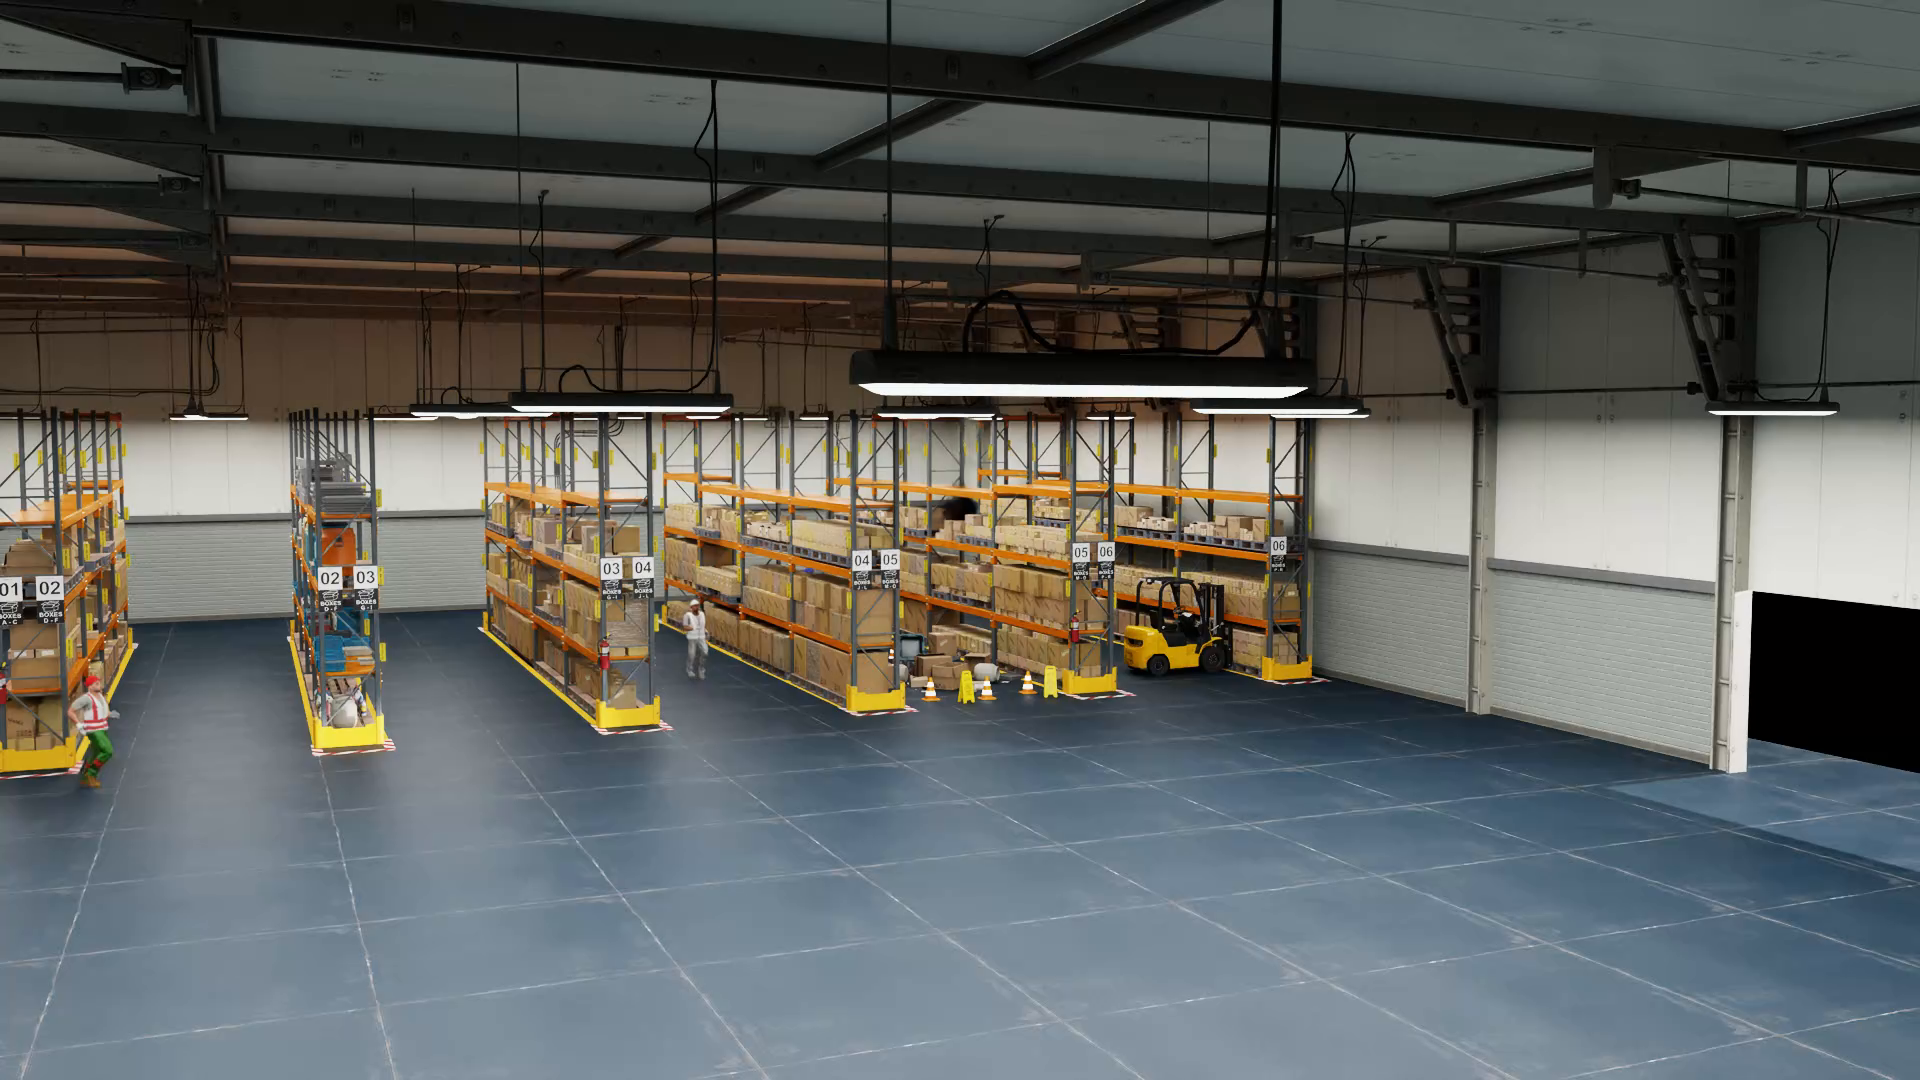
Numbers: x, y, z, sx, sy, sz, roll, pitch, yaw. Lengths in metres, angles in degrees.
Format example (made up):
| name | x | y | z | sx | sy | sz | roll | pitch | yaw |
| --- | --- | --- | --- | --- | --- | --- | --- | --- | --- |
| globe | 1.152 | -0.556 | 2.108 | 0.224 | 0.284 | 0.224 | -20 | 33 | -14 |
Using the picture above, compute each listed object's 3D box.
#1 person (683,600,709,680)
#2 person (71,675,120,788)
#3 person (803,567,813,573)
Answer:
| name | x | y | z | sx | sy | sz | roll | pitch | yaw |
| --- | --- | --- | --- | --- | --- | --- | --- | --- | --- |
| person | -5.906 | 2.233 | 37.158 | 0.625 | 1.810 | 0.652 | -2 | 5 | -32 |
| person | -13.518 | 2.999 | 26.078 | 0.668 | 1.760 | 0.637 | 0 | 4 | 2 |
| person | -4.680 | 1.401 | 50.915 | 0.625 | 1.338 | 0.528 | -2 | 4 | -25 |
